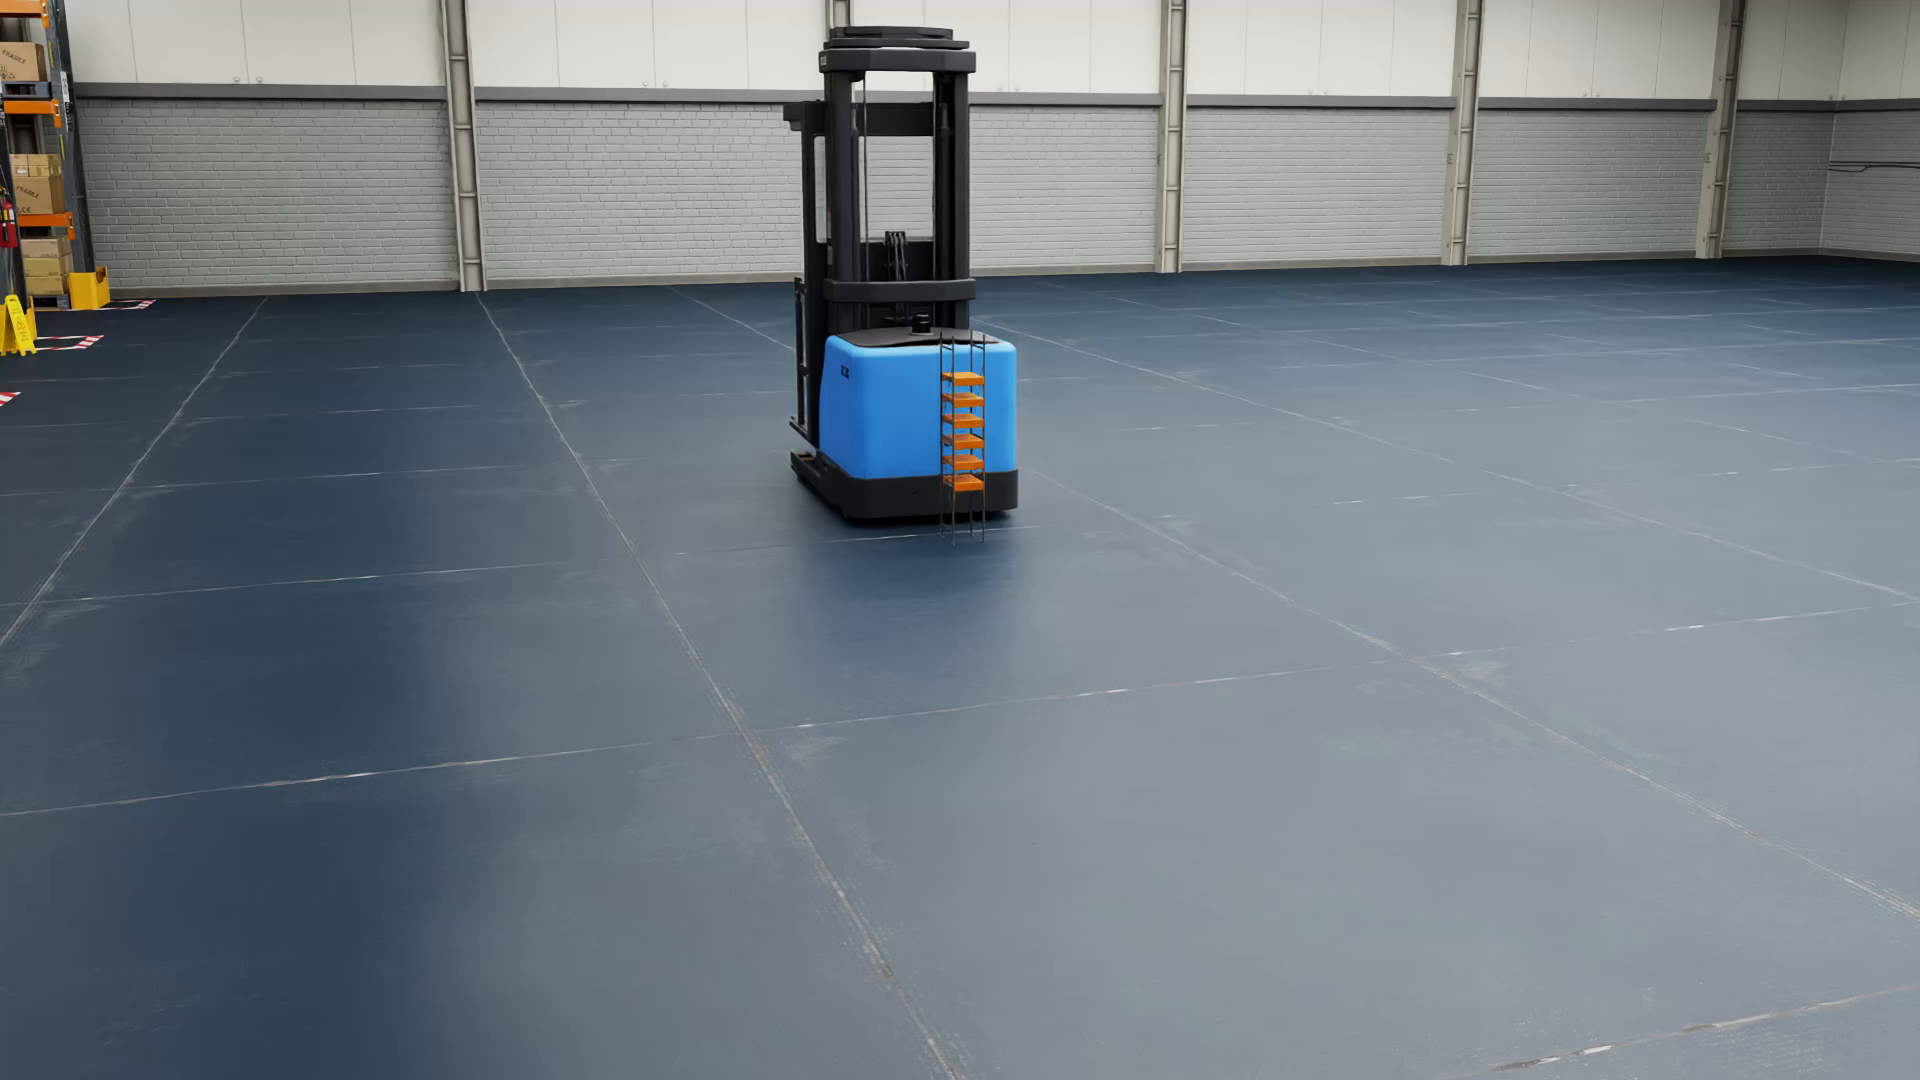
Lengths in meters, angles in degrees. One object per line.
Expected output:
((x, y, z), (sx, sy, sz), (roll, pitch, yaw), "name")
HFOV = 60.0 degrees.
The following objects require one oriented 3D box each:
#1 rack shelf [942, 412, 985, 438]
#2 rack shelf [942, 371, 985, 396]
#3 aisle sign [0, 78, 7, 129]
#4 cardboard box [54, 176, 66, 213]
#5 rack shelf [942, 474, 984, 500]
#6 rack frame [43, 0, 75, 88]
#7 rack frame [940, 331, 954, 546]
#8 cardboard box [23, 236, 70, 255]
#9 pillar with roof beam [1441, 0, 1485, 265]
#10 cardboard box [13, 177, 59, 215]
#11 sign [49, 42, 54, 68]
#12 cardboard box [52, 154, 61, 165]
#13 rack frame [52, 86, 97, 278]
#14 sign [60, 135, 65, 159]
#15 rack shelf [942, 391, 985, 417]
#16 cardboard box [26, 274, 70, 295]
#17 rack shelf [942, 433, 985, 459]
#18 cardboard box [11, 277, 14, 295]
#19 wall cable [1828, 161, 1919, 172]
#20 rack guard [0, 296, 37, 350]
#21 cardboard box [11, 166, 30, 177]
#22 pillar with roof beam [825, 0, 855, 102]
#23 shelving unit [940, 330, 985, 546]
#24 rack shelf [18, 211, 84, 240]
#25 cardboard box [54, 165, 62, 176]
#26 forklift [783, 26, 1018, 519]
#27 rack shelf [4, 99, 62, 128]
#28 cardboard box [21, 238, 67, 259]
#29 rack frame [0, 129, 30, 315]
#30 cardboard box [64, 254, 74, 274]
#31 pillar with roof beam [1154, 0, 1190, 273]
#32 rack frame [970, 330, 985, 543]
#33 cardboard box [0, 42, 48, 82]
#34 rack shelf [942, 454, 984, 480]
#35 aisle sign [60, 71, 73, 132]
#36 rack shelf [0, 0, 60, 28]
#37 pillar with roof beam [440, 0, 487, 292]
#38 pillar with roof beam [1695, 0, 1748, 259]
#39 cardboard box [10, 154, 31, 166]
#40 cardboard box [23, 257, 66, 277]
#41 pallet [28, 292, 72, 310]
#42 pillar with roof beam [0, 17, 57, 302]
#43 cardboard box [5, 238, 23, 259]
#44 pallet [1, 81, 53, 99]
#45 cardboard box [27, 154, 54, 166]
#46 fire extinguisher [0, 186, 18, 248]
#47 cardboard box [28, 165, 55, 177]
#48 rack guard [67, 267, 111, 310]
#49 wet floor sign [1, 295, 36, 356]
((0.014, -0.658, 9.491), (0.180, 0.103, 0.258), (-4, 14, -18), "rack shelf")
((0.014, -0.892, 9.435), (0.180, 0.103, 0.258), (-4, 14, -18), "rack shelf")
((-10.838, -5.043, 18.744), (0.004, 0.787, 0.394), (-4, 14, -18), "aisle sign")
((-12.943, -4.867, 23.406), (0.500, 0.500, 0.500), (-4, 14, -16), "cardboard box")
((0.014, -0.308, 9.574), (0.180, 0.103, 0.258), (-4, 14, -18), "rack shelf")
((-12.384, -7.713, 22.621), (0.127, 3.000, 1.000), (-4, 14, -18), "rack frame")
((-0.073, -0.578, 9.480), (0.006, 1.200, 0.240), (-4, 14, -18), "rack frame")
((-12.900, -4.153, 23.494), (0.500, 0.250, 0.500), (-5, 14, -19), "cardboard box")
((10.788, -8.686, 26.713), (0.400, 9.000, 9.100), (-4, 14, -18), "pillar with roof beam")
((-12.767, -4.749, 22.909), (0.500, 0.500, 0.500), (-5, 14, -19), "cardboard box")
((-12.225, -6.525, 22.370), (0.005, 0.325, 0.100), (-4, 14, -18), "sign")
((-12.771, -5.325, 23.287), (0.250, 0.149, 0.380), (-5, 14, -19), "cardboard box")
((-12.384, -4.794, 23.315), (0.127, 3.000, 1.000), (-4, 14, -18), "rack frame")
((-12.225, -5.352, 22.649), (0.005, 0.325, 0.100), (-4, 14, -18), "sign")
((0.014, -0.775, 9.463), (0.180, 0.103, 0.258), (-4, 14, -18), "rack shelf")
((-12.729, -3.557, 23.148), (0.500, 0.250, 0.500), (-4, 14, -18), "cardboard box")
((0.014, -0.542, 9.519), (0.180, 0.103, 0.258), (-4, 14, -18), "rack shelf")
((-13.203, -3.522, 23.002), (0.500, 0.250, 0.500), (-4, 14, -18), "cardboard box")
((18.315, -8.490, 32.598), (0.112, 2.526, 3.097), (-4, 14, -18), "wall cable")
((-10.870, -2.484, 19.005), (0.348, 0.500, 1.175), (-4, 14, -18), "rack guard")
((-12.856, -5.046, 22.756), (0.250, 0.149, 0.380), (-4, 14, -17), "cardboard box")
((-0.586, -7.800, 22.990), (0.400, 9.000, 9.100), (-4, 14, -18), "pillar with roof beam")
((0.014, -0.585, 9.508), (0.189, 1.200, 0.258), (-4, 14, -18), "shelving unit")
((-14.280, -4.296, 22.778), (4.000, 0.370, 1.077), (-4, 14, -18), "rack shelf")
((-12.789, -5.190, 23.362), (0.250, 0.149, 0.380), (-5, 14, -20), "cardboard box")
((-0.542, -1.847, 11.072), (1.130, 2.935, 3.031), (-4, 14, -16), "forklift")
((-14.280, -5.756, 22.431), (4.000, 0.370, 1.077), (-4, 14, -18), "rack shelf")
((-12.721, -4.045, 23.039), (0.500, 0.250, 0.500), (-4, 14, -16), "cardboard box")
((-10.798, -3.706, 18.740), (0.127, 3.000, 1.000), (-4, 14, -18), "rack frame")
((-12.896, -3.915, 23.573), (0.500, 0.250, 0.500), (-4, 14, -17), "cardboard box")
((5.101, -8.243, 24.852), (0.400, 9.000, 9.100), (-4, 14, -18), "pillar with roof beam")
((0.100, -0.592, 9.537), (0.006, 1.200, 0.240), (-4, 14, -18), "rack frame")
((-12.726, -6.469, 22.534), (0.500, 0.500, 0.500), (-4, 14, -16), "cardboard box")
((0.014, -0.425, 9.546), (0.180, 0.103, 0.258), (-4, 14, -18), "rack shelf")
((-12.229, -5.999, 22.764), (0.004, 0.787, 0.394), (-4, 14, -18), "aisle sign")
((-14.280, -7.020, 22.130), (4.000, 0.370, 1.077), (-4, 14, -18), "rack shelf")
((-6.272, -7.358, 21.128), (0.400, 9.000, 9.100), (-4, 14, -18), "pillar with roof beam")
((16.474, -9.129, 28.575), (0.400, 9.000, 9.100), (-4, 14, -18), "pillar with roof beam")
((-12.881, -5.205, 22.783), (0.250, 0.149, 0.380), (-4, 14, -18), "cardboard box")
((-12.746, -3.799, 23.088), (0.500, 0.250, 0.500), (-5, 14, -19), "cardboard box")
((-13.096, -3.372, 23.362), (1.213, 0.211, 1.003), (-4, 14, -18), "pallet")
((-11.959, -6.915, 19.267), (0.400, 9.000, 9.100), (-4, 14, -18), "pillar with roof beam")
((-13.204, -4.006, 22.875), (0.500, 0.250, 0.500), (-4, 14, -17), "cardboard box")
((-13.063, -6.164, 22.783), (1.213, 0.211, 1.003), (-4, 14, -18), "pallet")
((-12.657, -5.230, 22.889), (0.250, 0.149, 0.380), (-4, 14, -18), "cardboard box")
((-10.542, -3.575, 18.359), (0.183, 0.674, 0.296), (-4, 14, -18), "fire extinguisher")
((-12.624, -5.071, 22.863), (0.250, 0.149, 0.380), (-4, 14, -17), "cardboard box")
((-12.362, -3.580, 23.612), (0.348, 0.500, 1.175), (-4, 14, -18), "rack guard")
((-10.277, -2.340, 18.084), (0.232, 0.644, 0.267), (0, 13, 1), "wet floor sign")
